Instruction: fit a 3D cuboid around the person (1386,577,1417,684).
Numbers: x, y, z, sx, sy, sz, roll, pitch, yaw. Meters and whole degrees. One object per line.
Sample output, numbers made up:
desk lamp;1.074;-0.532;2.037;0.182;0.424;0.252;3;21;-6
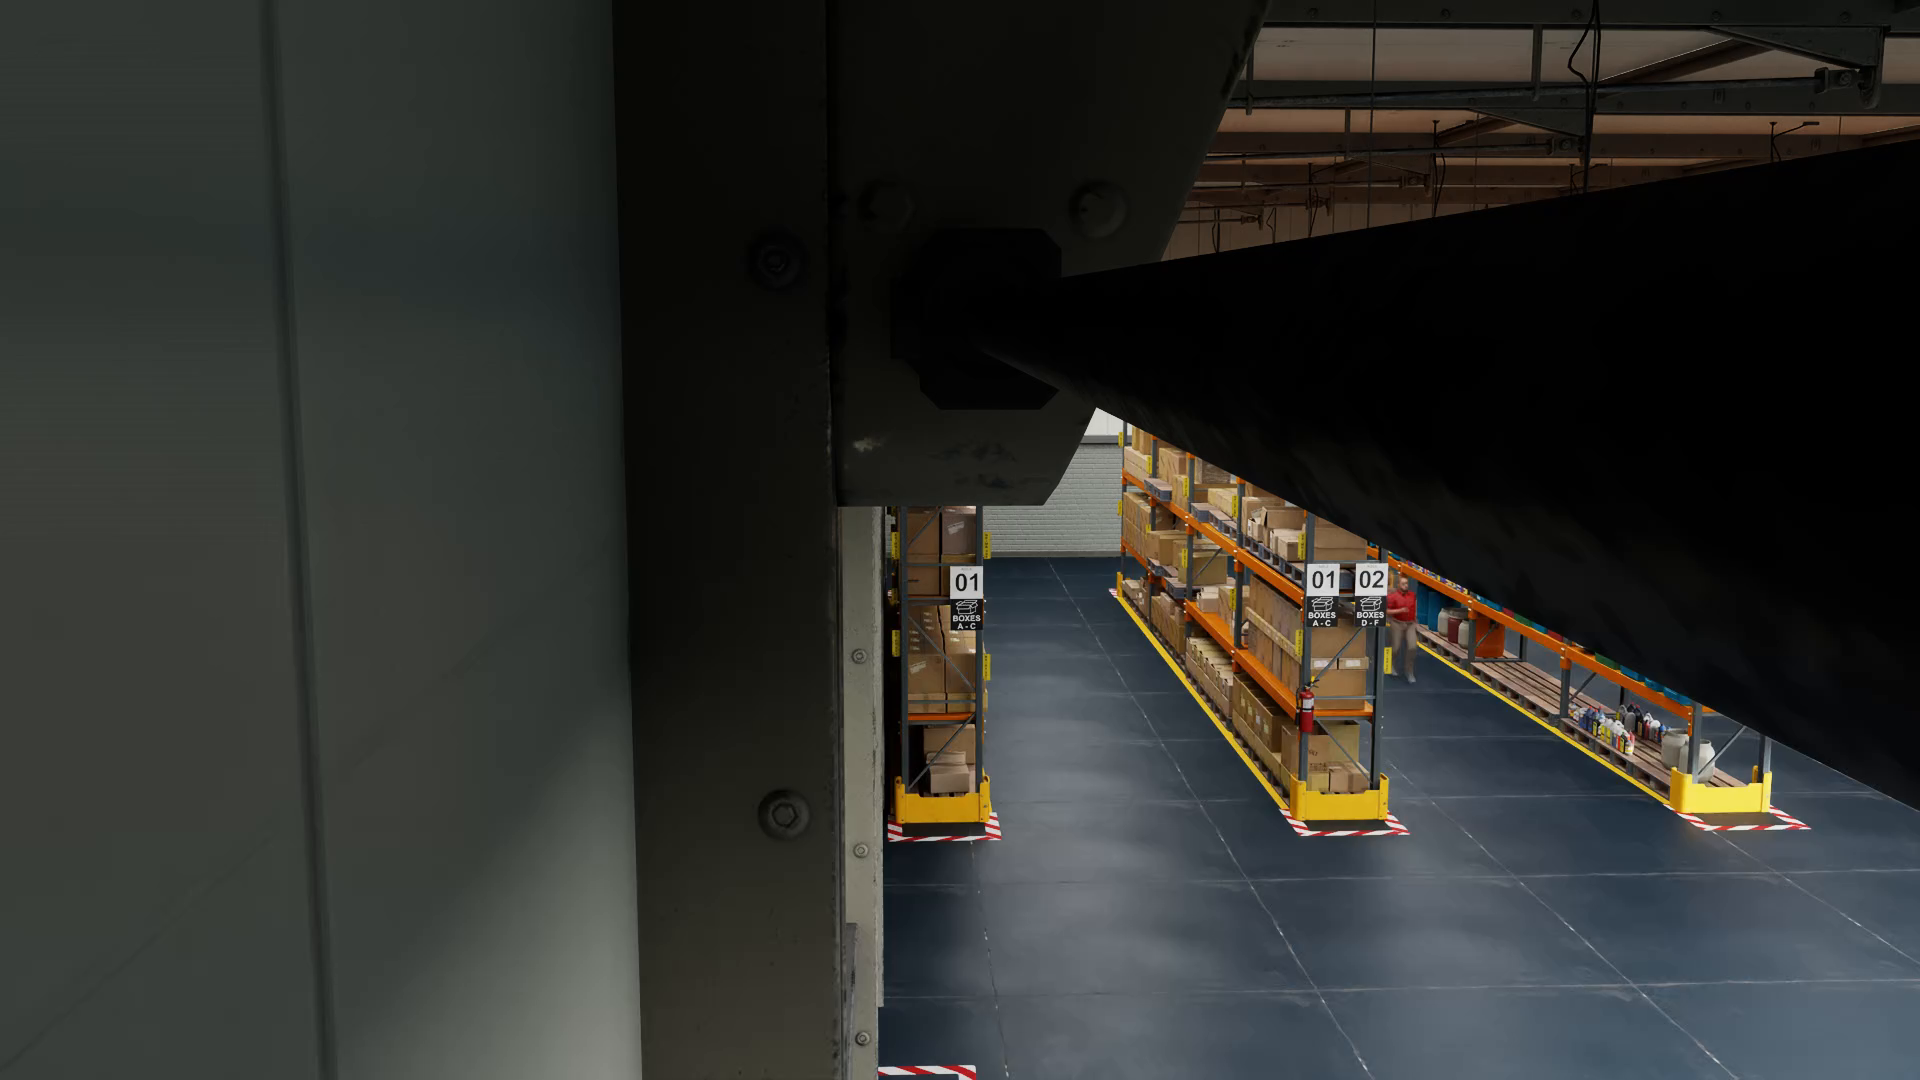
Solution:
person;7.504;1.520;28.240;0.628;1.782;0.757;-1;8;-8
